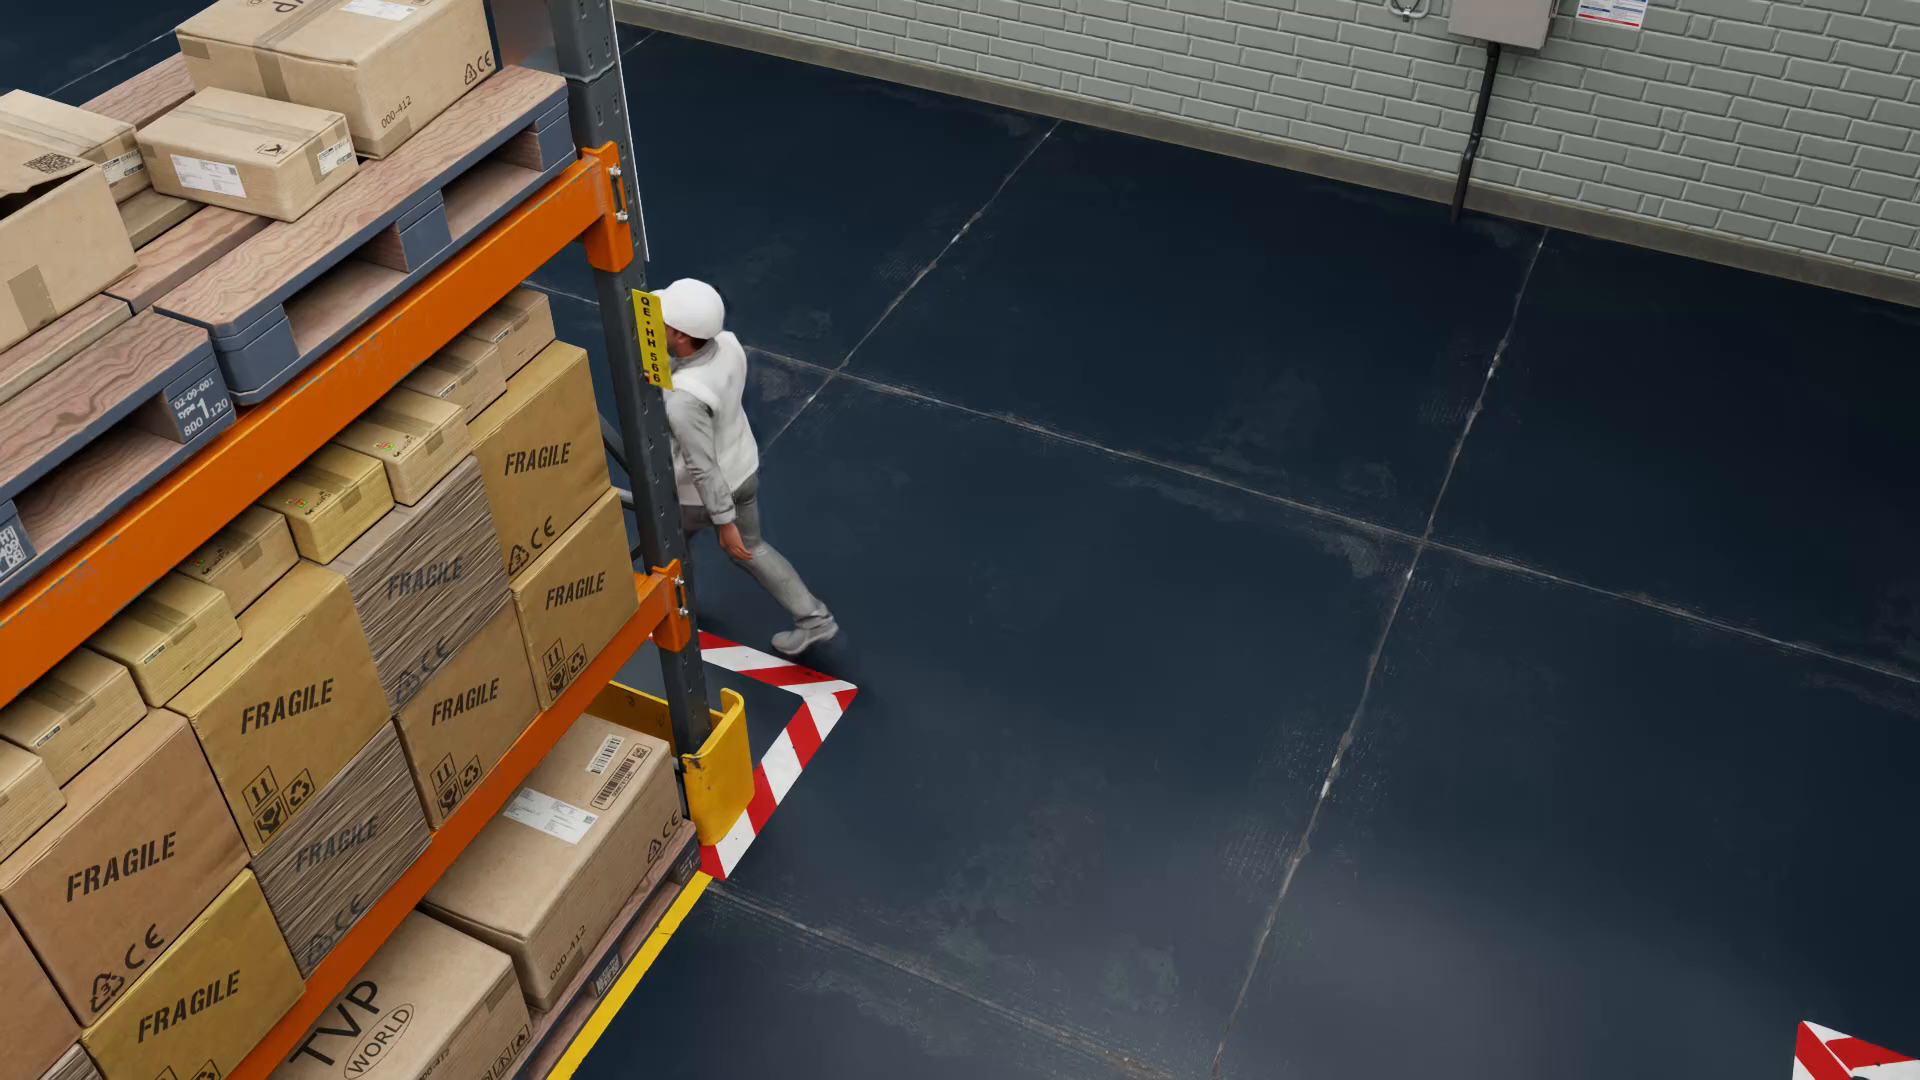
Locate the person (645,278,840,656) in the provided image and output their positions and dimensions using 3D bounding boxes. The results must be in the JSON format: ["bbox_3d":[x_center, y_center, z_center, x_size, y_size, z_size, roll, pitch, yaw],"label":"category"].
[{"bbox_3d":[-0.965,-0.252,6.440,0.999,1.728,0.514,19,45,20],"label":"person"}]
